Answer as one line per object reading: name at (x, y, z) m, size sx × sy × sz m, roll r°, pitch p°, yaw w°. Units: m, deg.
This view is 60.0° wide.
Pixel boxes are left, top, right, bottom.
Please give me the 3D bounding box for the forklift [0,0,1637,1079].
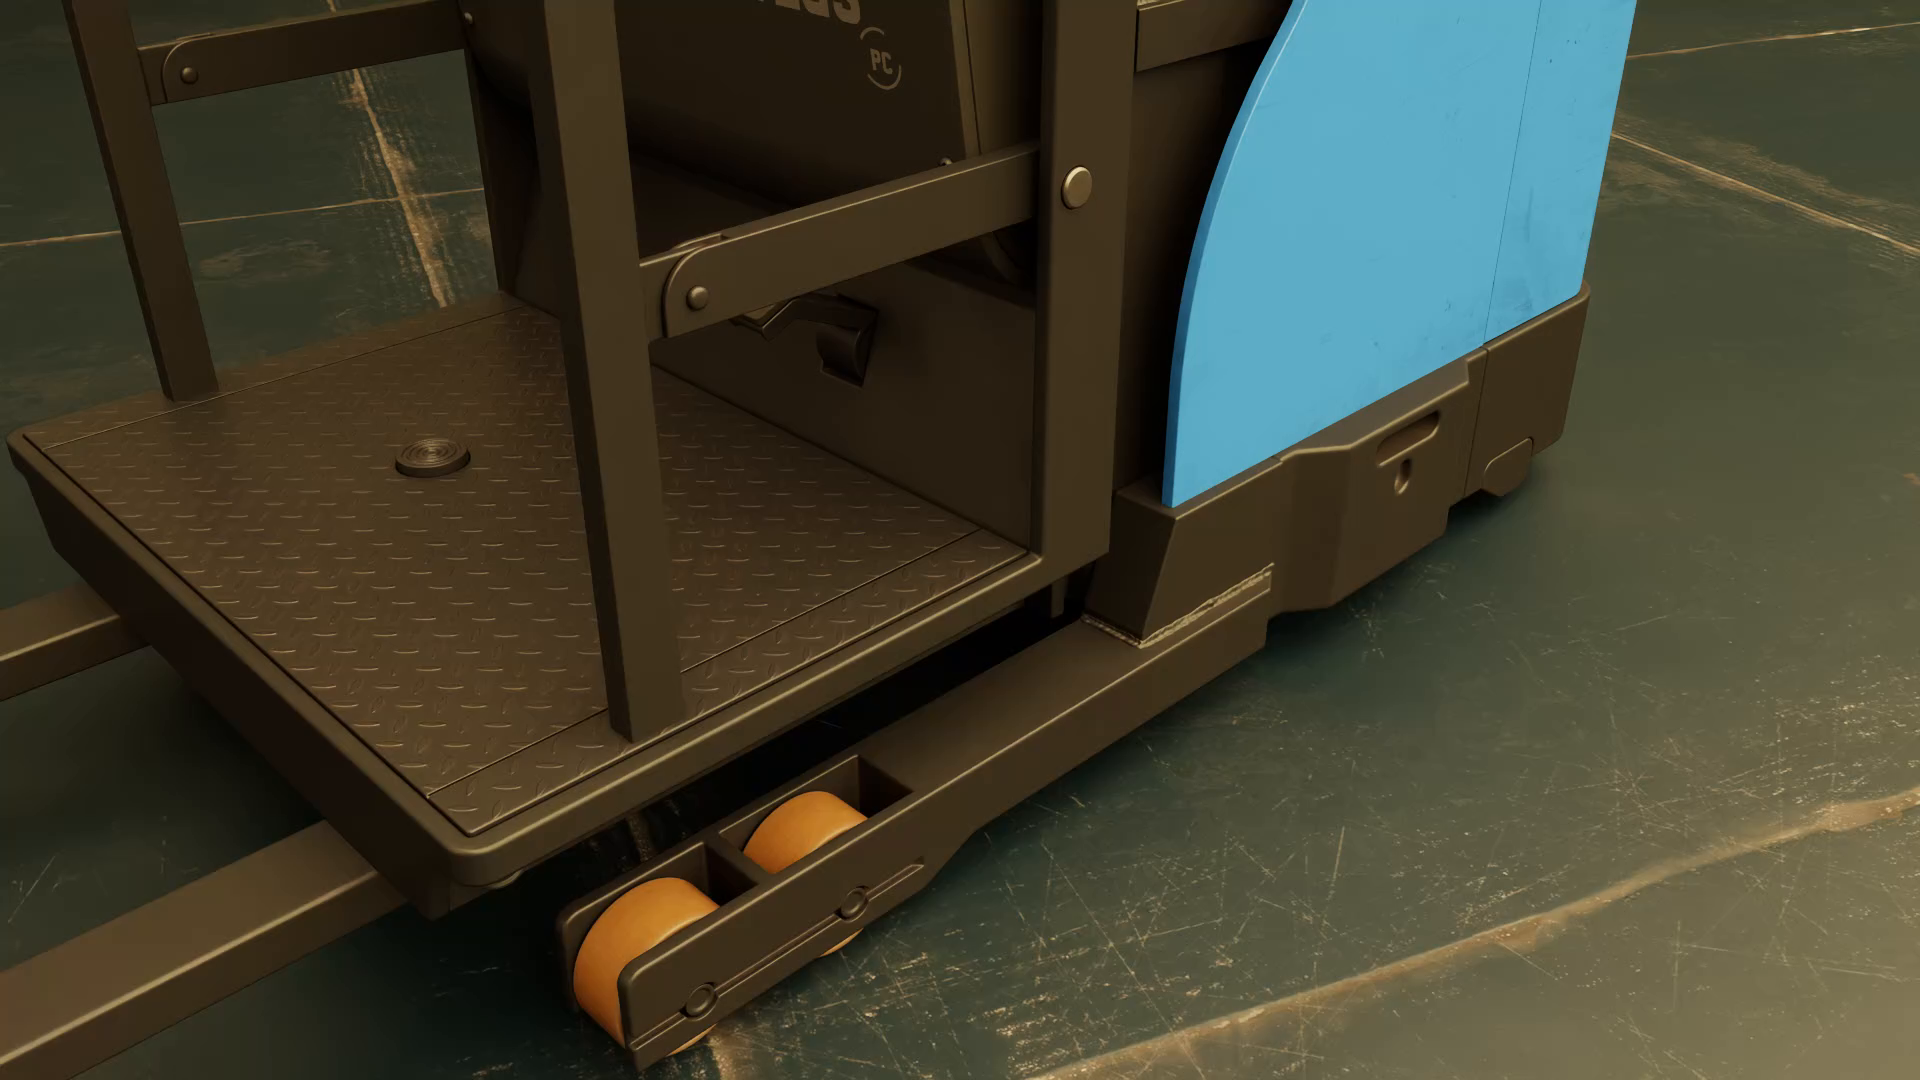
forklift at (-0.435, -1.063, 1.405) m, size 3.031 × 2.935 × 1.130 m, roll -26°, pitch 39°, yaw -37°
